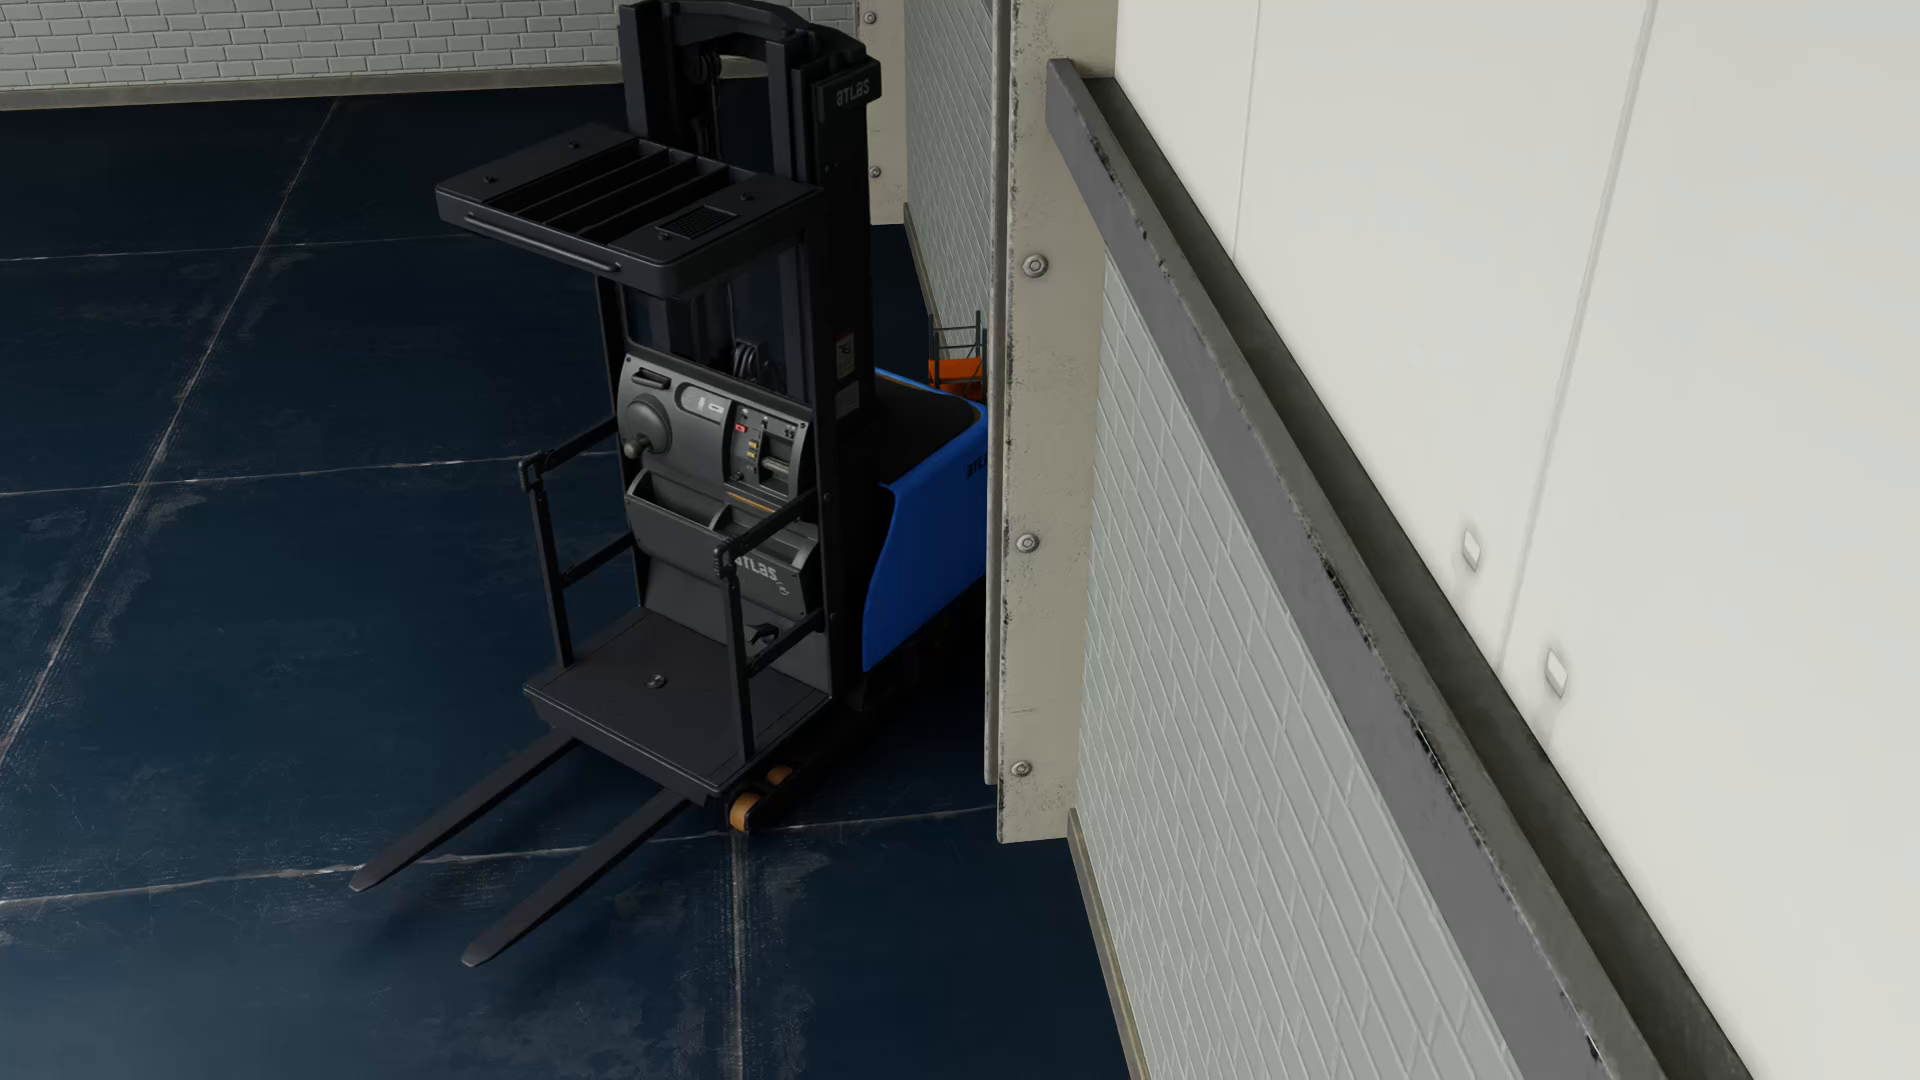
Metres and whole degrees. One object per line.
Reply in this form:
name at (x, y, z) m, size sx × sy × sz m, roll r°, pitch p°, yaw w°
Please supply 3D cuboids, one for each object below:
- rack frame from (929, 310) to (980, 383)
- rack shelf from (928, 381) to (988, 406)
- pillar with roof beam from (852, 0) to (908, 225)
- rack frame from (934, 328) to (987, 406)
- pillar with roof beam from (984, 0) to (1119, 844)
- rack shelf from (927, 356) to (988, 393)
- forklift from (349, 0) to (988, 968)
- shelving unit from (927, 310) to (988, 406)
rack frame at (-0.025, -0.553, 7.996) m, size 0.240 × 1.200 × 0.006 m, roll -5°, pitch 35°, yaw -7°
rack shelf at (-0.011, -0.664, 7.811) m, size 0.258 × 0.103 × 0.180 m, roll -5°, pitch 35°, yaw -7°
pillar with roof beam at (-4.795, -5.675, 8.587) m, size 9.100 × 9.000 × 0.400 m, roll -4°, pitch 35°, yaw -6°
rack frame at (0.003, -0.451, 7.846) m, size 0.240 × 1.200 × 0.006 m, roll -5°, pitch 35°, yaw -7°
pillar with roof beam at (-3.988, -2.327, 3.674) m, size 9.100 × 9.000 × 0.400 m, roll -4°, pitch 35°, yaw -6°
rack shelf at (-0.011, -0.763, 7.743) m, size 0.258 × 0.103 × 0.180 m, roll -5°, pitch 35°, yaw -7°
forklift at (-1.069, -0.364, 6.181) m, size 1.130 × 2.935 × 3.031 m, roll 22°, pitch 40°, yaw 29°
shelving unit at (-0.011, -0.502, 7.921) m, size 0.258 × 1.200 × 0.189 m, roll -5°, pitch 35°, yaw -7°
